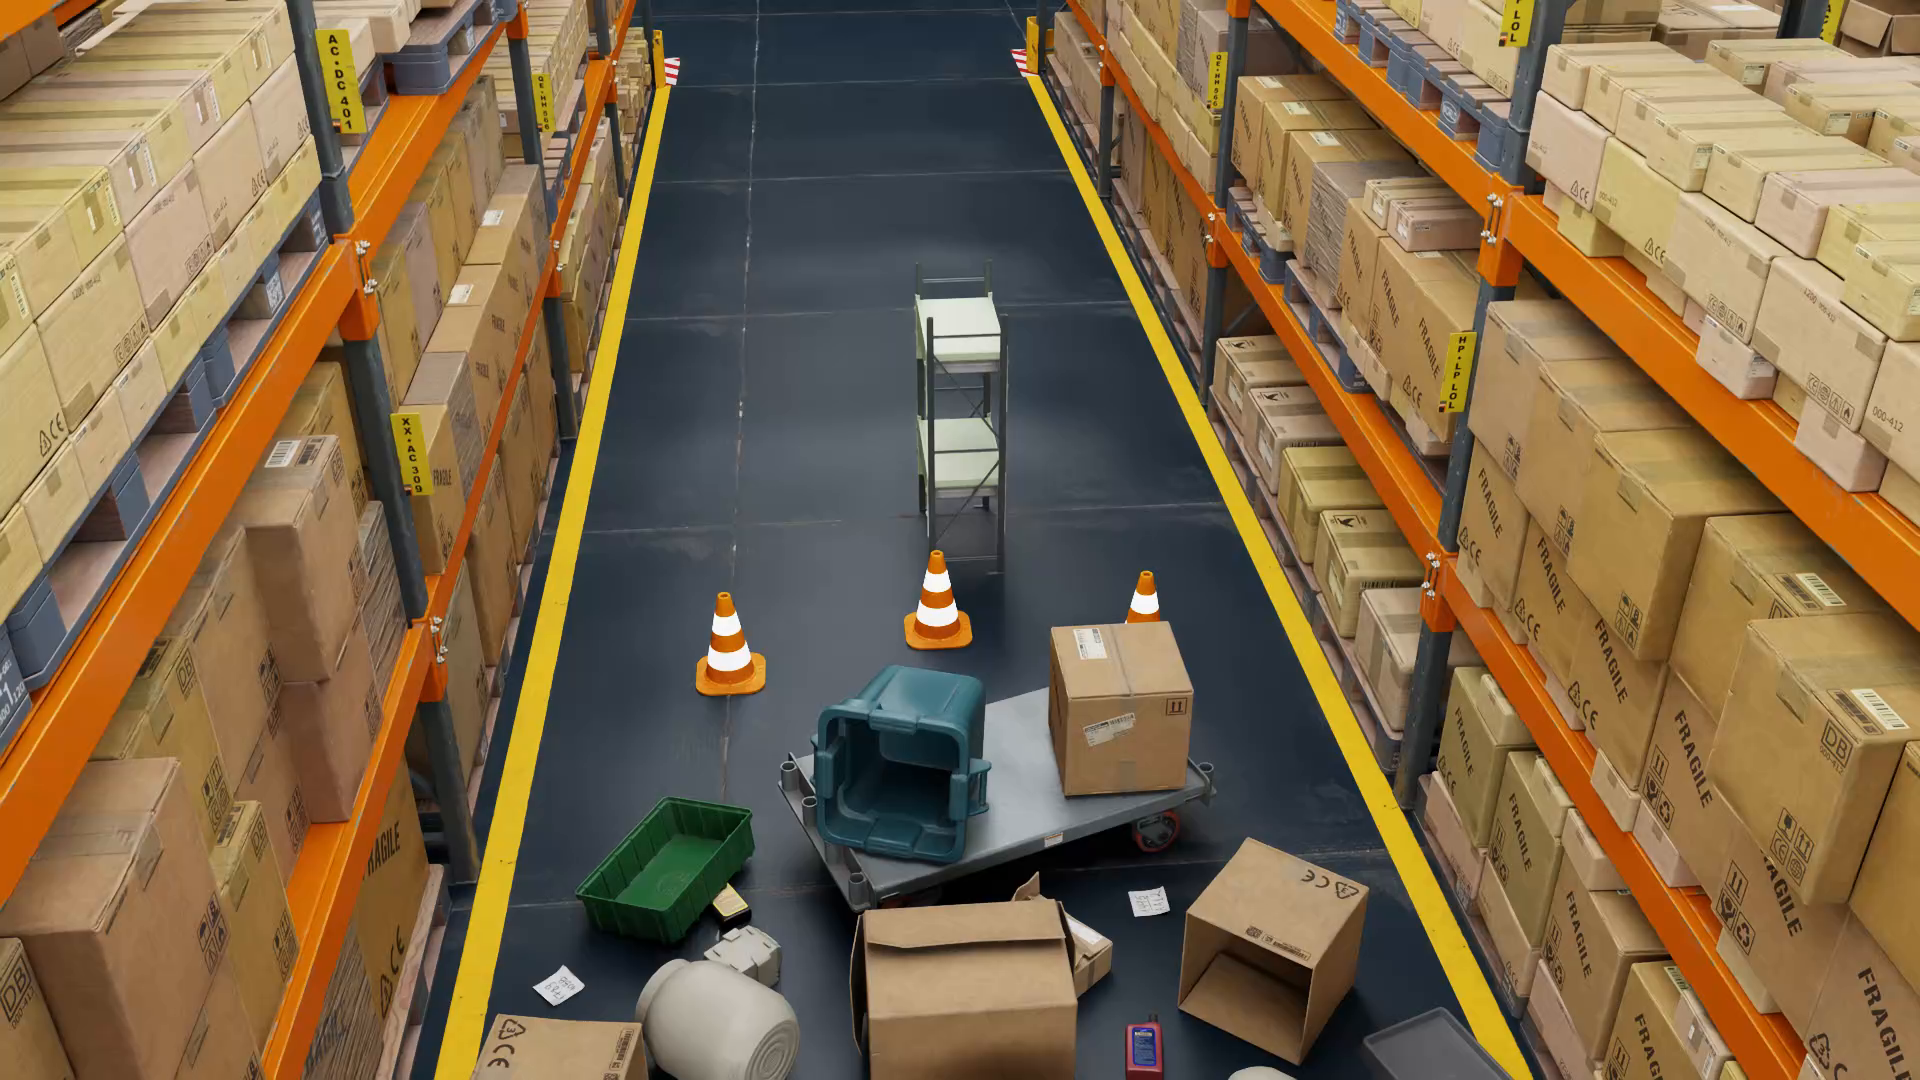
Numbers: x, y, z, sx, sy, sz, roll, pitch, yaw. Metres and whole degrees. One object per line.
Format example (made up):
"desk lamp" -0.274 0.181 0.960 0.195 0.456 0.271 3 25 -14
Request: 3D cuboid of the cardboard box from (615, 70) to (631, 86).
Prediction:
"cardboard box" -3.193 -4.151 15.065 0.380 0.149 0.250 -3 31 -4

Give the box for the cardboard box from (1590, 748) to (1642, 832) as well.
"cardboard box" 2.240 0.779 5.266 0.380 0.149 0.250 -3 31 -4

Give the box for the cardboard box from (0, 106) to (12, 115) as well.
"cardboard box" -2.683 -0.923 4.295 0.500 0.250 0.500 -3 31 -5

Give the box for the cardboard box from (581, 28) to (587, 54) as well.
"cardboard box" -2.987 -3.701 12.356 0.380 0.149 0.250 -3 31 -4

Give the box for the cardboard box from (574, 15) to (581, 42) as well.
"cardboard box" -2.966 -3.699 12.064 0.380 0.149 0.250 -1 31 -2

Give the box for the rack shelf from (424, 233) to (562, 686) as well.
"rack shelf" -2.686 -0.582 8.001 1.077 0.370 4.000 -3 31 -5

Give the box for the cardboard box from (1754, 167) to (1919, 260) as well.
"cardboard box" 2.301 -0.842 4.277 0.380 0.149 0.250 -3 31 -5

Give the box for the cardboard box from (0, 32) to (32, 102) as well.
"cardboard box" -2.778 -1.283 4.508 0.380 0.149 0.250 -3 31 -5

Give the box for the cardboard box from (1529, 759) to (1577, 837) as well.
"cardboard box" 2.208 0.884 5.752 0.380 0.149 0.250 -2 31 -3

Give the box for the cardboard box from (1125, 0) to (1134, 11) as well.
"cardboard box" 1.503 -4.218 12.314 0.500 0.500 0.500 -3 31 -5

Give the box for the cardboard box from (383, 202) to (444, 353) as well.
"cardboard box" -2.648 -1.116 7.120 0.700 0.500 0.500 -3 31 -4

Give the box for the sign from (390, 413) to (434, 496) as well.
"sign" -1.946 -0.303 5.910 0.100 0.325 0.005 -3 31 -5

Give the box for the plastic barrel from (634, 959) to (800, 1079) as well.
"plastic barrel" -0.866 1.742 5.921 0.512 0.421 0.421 20 36 29

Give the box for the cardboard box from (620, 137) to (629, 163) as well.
"cardboard box" -2.962 -3.239 13.828 0.380 0.149 0.250 -1 31 -2

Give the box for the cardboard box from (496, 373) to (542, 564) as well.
"cardboard box" -2.820 -0.365 8.720 1.050 0.750 0.750 -2 31 -4

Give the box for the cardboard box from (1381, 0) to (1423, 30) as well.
"cardboard box" 2.132 -2.372 7.108 0.500 0.250 0.500 -2 31 -4

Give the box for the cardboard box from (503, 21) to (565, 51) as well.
"cardboard box" -2.893 -3.421 11.307 0.380 0.149 0.250 -4 31 -7

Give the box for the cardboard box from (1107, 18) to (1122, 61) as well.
"cardboard box" 1.451 -3.941 13.069 0.500 0.250 0.500 -3 31 -6

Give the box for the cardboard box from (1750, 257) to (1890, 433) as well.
"cardboard box" 2.329 -0.495 4.085 0.500 0.250 0.500 -2 31 -4

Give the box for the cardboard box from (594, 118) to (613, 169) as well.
"cardboard box" -2.925 -3.015 12.670 0.500 0.250 0.500 -4 31 -6

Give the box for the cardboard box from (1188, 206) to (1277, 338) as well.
"cardboard box" 2.065 -1.825 11.043 0.875 0.875 0.875 -3 31 -5

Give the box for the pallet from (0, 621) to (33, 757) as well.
"pallet" -2.205 0.544 2.575 1.003 0.211 1.213 -3 31 -5

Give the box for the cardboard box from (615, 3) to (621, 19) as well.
"cardboard box" -3.100 -4.540 14.170 0.380 0.149 0.250 -2 31 -4

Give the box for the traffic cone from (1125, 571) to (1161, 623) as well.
"traffic cone" 0.910 0.365 8.188 0.336 0.463 0.334 -3 31 -5

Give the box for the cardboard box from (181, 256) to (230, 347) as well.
"cardboard box" -2.051 -0.584 4.115 0.380 0.149 0.250 -2 31 -4

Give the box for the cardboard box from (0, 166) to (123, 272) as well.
"cardboard box" -2.005 -0.668 3.479 0.380 0.149 0.250 -2 31 -4

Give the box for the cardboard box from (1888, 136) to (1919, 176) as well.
"cardboard box" 2.780 -0.998 4.538 0.380 0.149 0.250 -3 31 -6

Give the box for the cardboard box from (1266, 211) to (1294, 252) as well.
"cardboard box" 1.869 -1.669 8.955 0.380 0.149 0.250 -3 31 -4

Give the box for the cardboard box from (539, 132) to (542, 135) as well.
"cardboard box" -2.745 -2.507 10.067 0.380 0.149 0.250 -1 31 -2

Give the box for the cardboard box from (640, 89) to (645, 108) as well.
"cardboard box" -3.177 -4.176 15.687 0.380 0.149 0.250 -4 31 -7

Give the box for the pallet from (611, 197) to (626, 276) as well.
"pallet" -3.172 -2.360 12.995 1.003 0.211 1.213 -3 31 -5

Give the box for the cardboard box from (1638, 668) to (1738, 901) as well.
"cardboard box" 2.355 0.678 4.802 0.500 0.500 0.500 -2 31 -4

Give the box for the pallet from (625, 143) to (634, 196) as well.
"pallet" -3.344 -3.098 14.231 1.003 0.211 1.213 -3 31 -5

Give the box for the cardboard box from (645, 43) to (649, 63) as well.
"cardboard box" -3.287 -4.825 16.483 0.380 0.149 0.250 -4 31 -6

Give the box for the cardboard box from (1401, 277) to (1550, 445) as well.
"cardboard box" 2.148 -0.734 6.757 0.500 0.500 0.500 -3 31 -6

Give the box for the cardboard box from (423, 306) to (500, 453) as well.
"cardboard box" -2.372 -0.707 7.411 0.500 0.500 0.500 -3 31 -5

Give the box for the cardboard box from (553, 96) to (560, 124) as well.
"cardboard box" -2.818 -2.771 10.799 0.380 0.149 0.250 -2 31 -3

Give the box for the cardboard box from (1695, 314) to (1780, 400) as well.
"cardboard box" 2.238 -0.505 4.490 0.380 0.149 0.250 -3 31 -6

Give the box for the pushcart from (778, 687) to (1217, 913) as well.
"pushcart" 0.155 1.102 7.037 1.648 0.377 0.936 -14 33 -22

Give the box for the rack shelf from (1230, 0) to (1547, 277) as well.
"rack shelf" 2.233 -2.159 7.715 1.077 0.370 4.000 -3 31 -5

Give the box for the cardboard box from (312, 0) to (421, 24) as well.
"cardboard box" -2.463 -2.289 6.855 0.396 0.266 0.258 -3 31 -5

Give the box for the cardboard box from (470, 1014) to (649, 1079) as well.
"cardboard box" -1.332 1.946 5.503 0.500 0.500 0.500 2 31 4

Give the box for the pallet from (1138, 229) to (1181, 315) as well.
"pallet" 1.937 -2.031 12.445 1.003 0.211 1.213 -3 31 -5

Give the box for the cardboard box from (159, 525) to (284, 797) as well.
"cardboard box" -2.418 0.350 4.540 0.875 0.550 0.550 -3 31 -5

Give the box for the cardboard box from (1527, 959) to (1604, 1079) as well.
"cardboard box" 2.320 1.699 5.753 0.500 0.250 0.500 -3 31 -5

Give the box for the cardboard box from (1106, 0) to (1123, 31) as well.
"cardboard box" 1.433 -4.155 12.940 0.500 0.250 0.500 -4 31 -6

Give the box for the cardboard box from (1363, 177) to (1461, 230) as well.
"cardboard box" 2.026 -1.503 7.411 0.380 0.149 0.250 -4 31 -7

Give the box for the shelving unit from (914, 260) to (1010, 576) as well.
"shelving unit" 0.001 -0.640 8.860 0.431 1.500 0.755 -3 31 -5

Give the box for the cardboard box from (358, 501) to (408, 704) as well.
"cardboard box" -2.452 0.254 5.754 0.875 0.550 0.550 -3 31 -5

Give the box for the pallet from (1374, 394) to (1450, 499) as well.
"pallet" 2.494 -0.473 7.304 1.003 0.211 1.213 -3 31 -5

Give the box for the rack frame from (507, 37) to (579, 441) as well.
"rack frame" -2.873 -1.912 9.526 1.000 3.000 0.127 -3 31 -5

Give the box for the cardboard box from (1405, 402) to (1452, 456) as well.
"cardboard box" 2.097 -0.480 6.965 0.380 0.149 0.250 -2 31 -4

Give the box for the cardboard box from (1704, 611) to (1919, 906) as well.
"cardboard box" 2.339 0.519 4.093 0.700 0.500 0.500 -3 31 -5

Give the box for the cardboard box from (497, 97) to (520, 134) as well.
"cardboard box" -2.723 -2.487 9.744 0.380 0.149 0.250 -3 31 -5

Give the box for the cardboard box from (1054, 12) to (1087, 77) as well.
"cardboard box" 1.460 -5.033 16.841 0.875 0.438 0.875 -4 31 -6
